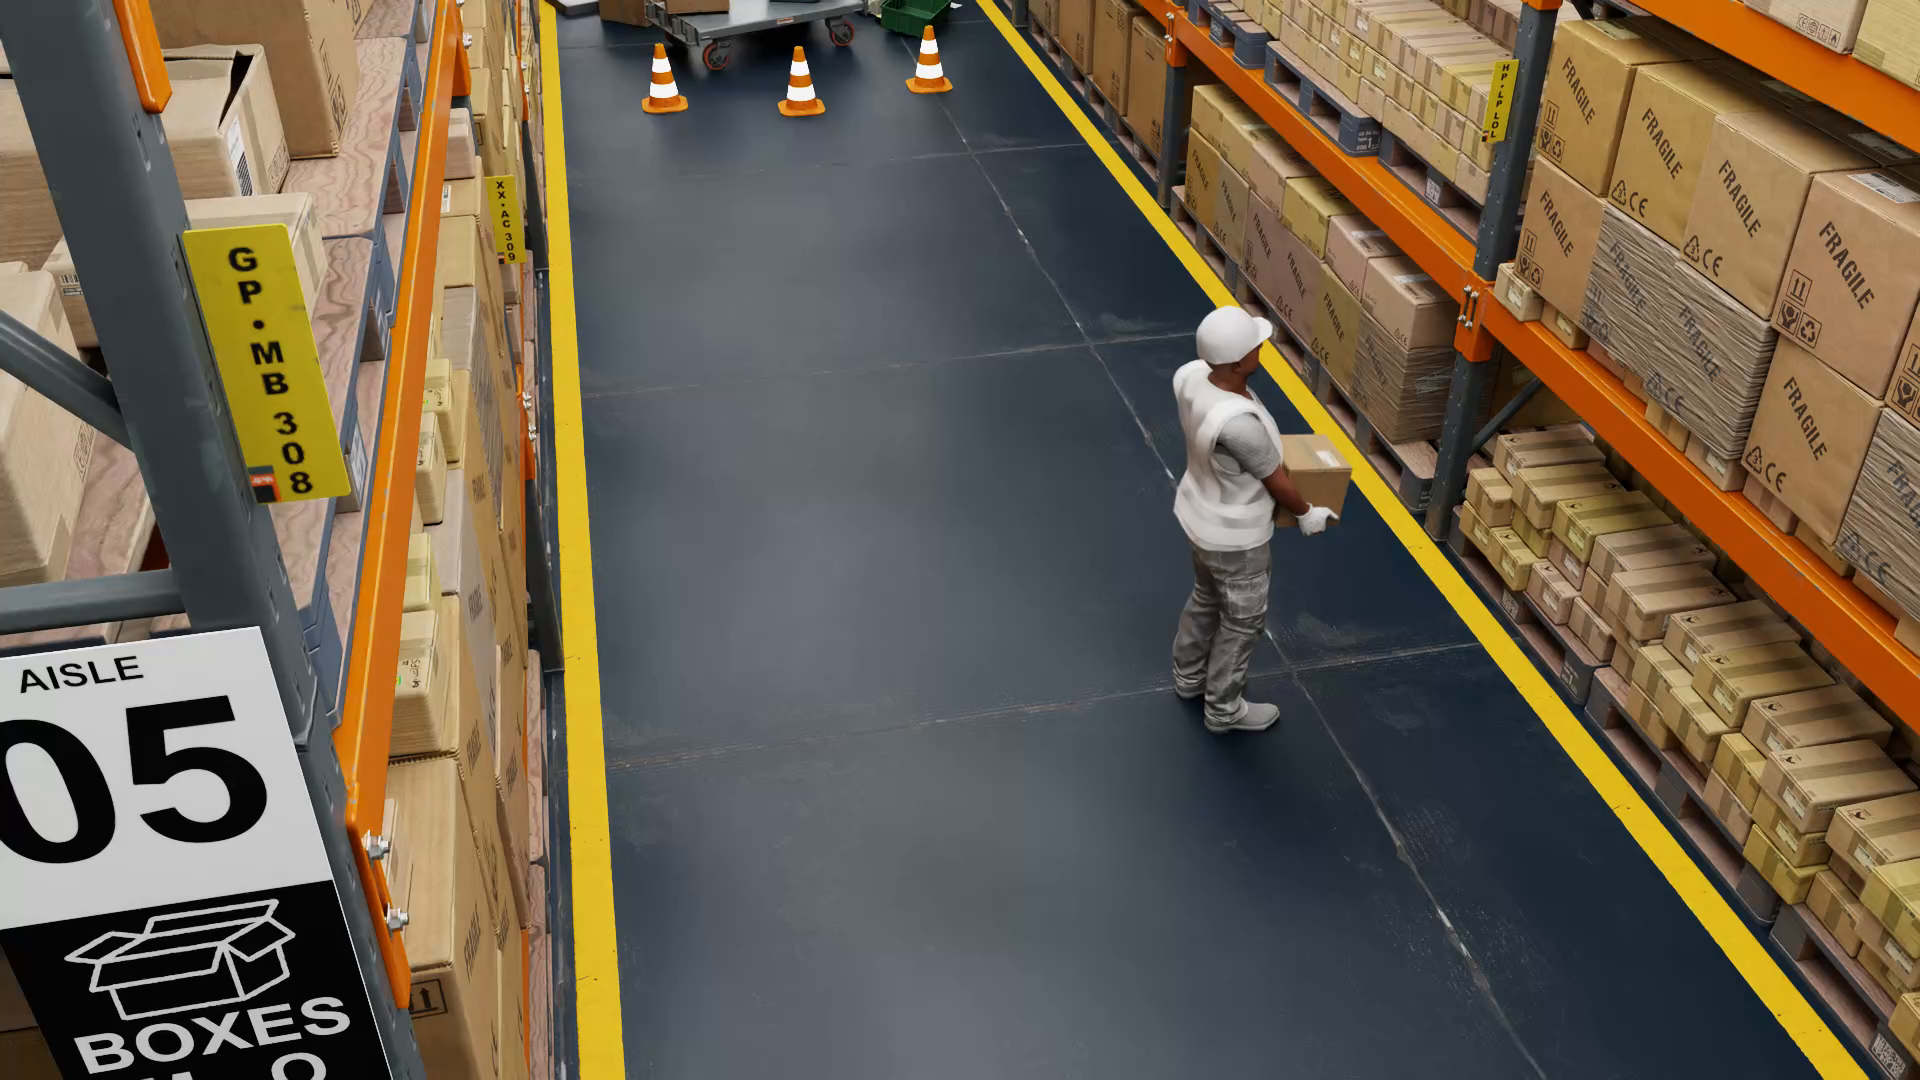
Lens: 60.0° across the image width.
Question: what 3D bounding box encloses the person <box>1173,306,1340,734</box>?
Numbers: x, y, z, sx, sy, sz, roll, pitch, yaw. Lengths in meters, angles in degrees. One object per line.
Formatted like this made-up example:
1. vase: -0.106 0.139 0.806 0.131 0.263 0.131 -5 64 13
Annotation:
1. person: 1.087 -0.075 6.239 0.574 1.780 0.490 -7 35 -11
